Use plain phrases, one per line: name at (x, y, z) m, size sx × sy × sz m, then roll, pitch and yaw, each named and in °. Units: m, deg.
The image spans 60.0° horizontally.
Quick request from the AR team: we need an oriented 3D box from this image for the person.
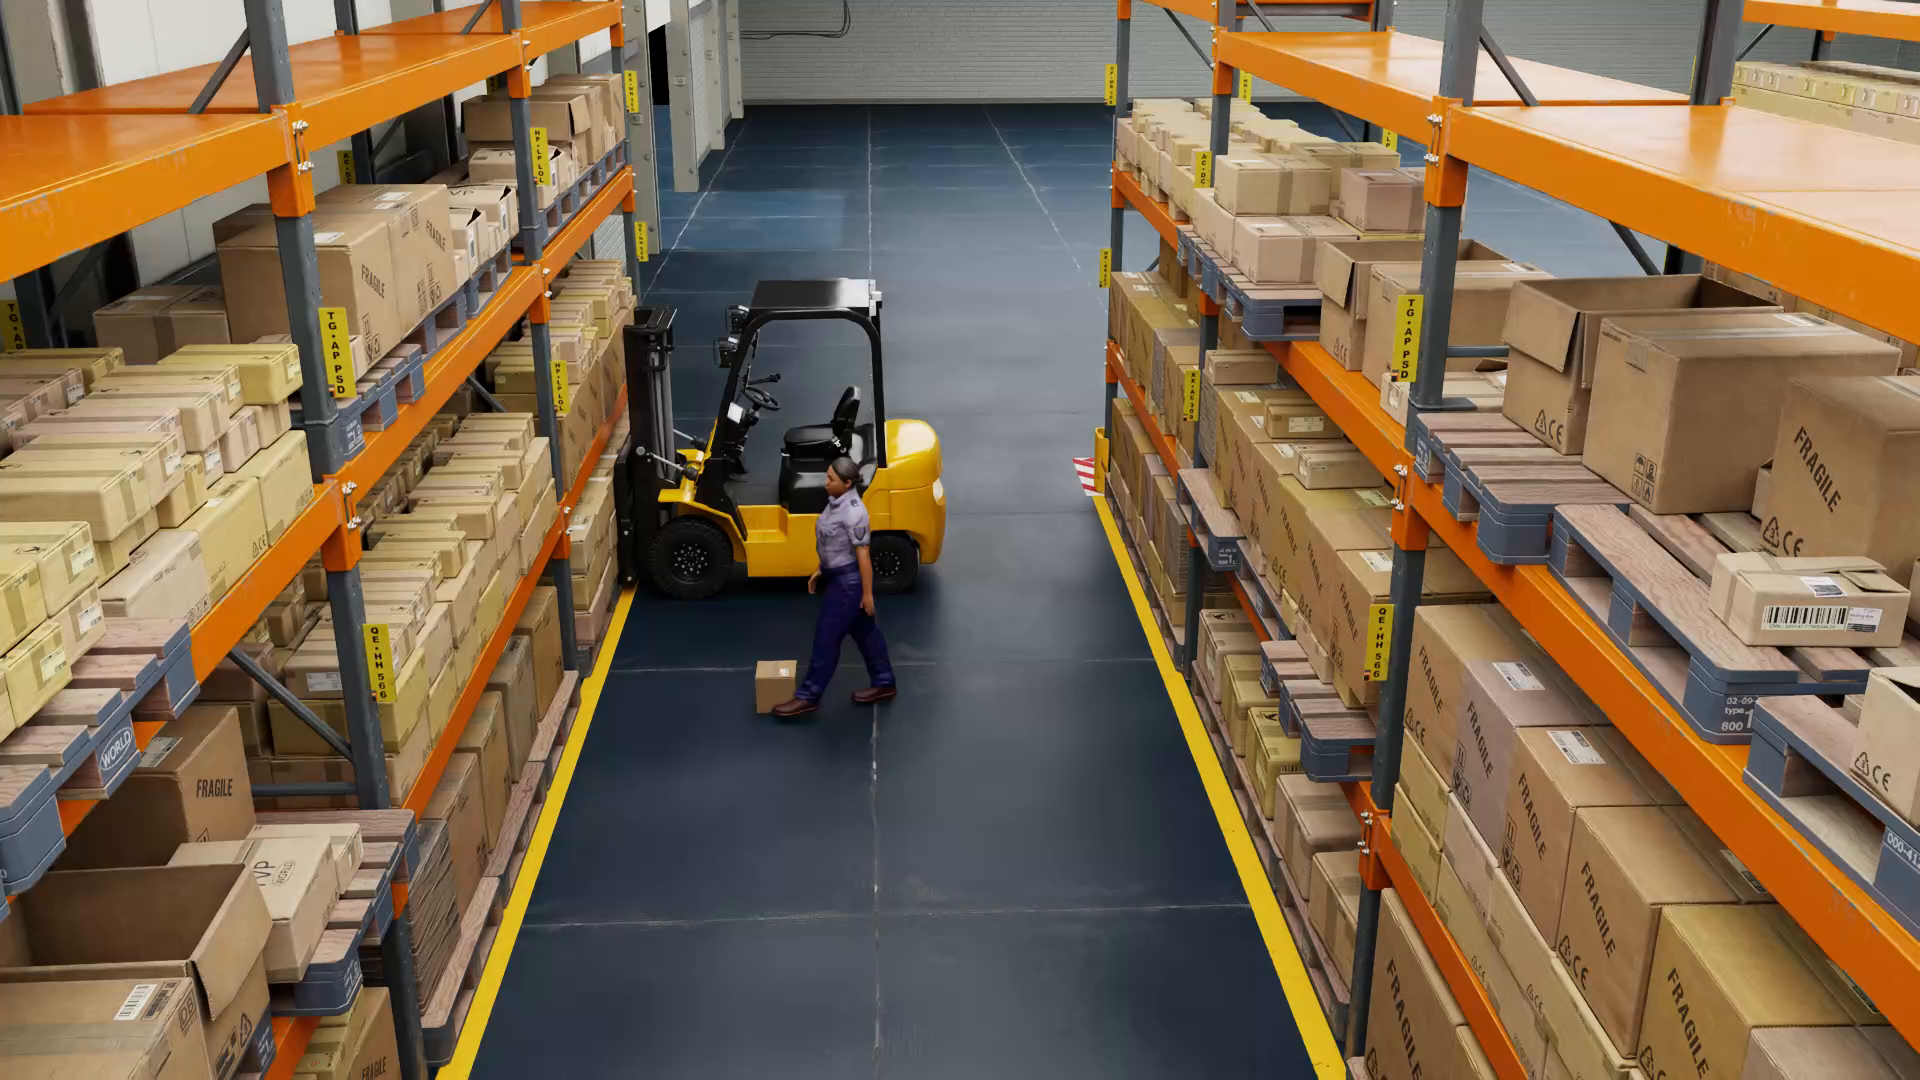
person at (-0.804, 0.313, 10.370) m, size 0.815 × 1.523 × 0.499 m, roll -3°, pitch 21°, yaw -9°
